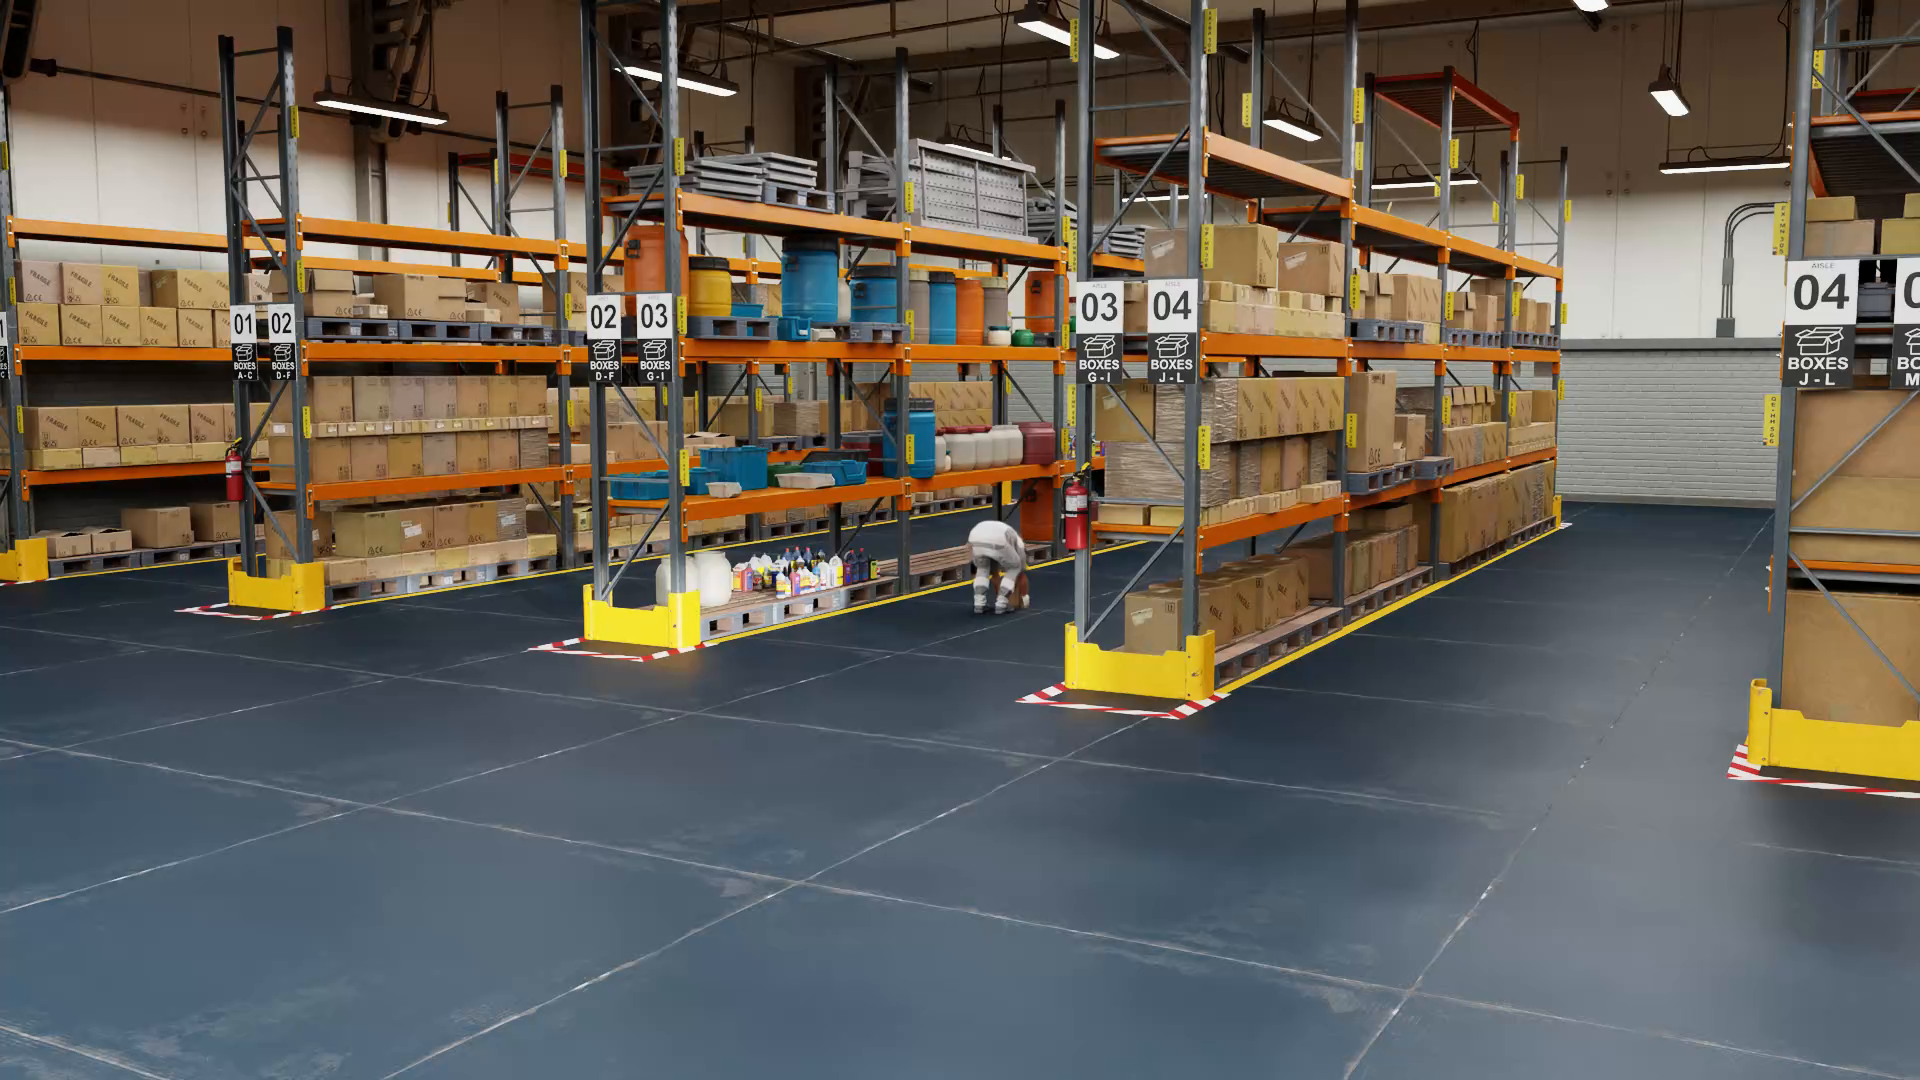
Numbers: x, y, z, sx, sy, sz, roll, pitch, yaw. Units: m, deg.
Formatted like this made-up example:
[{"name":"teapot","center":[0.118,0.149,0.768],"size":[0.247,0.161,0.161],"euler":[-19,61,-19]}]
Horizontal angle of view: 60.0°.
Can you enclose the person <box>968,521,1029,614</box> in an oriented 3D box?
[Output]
[{"name":"person","center":[0.415,0.263,17.455],"size":[0.528,0.956,0.949],"euler":[3,7,26]}]
